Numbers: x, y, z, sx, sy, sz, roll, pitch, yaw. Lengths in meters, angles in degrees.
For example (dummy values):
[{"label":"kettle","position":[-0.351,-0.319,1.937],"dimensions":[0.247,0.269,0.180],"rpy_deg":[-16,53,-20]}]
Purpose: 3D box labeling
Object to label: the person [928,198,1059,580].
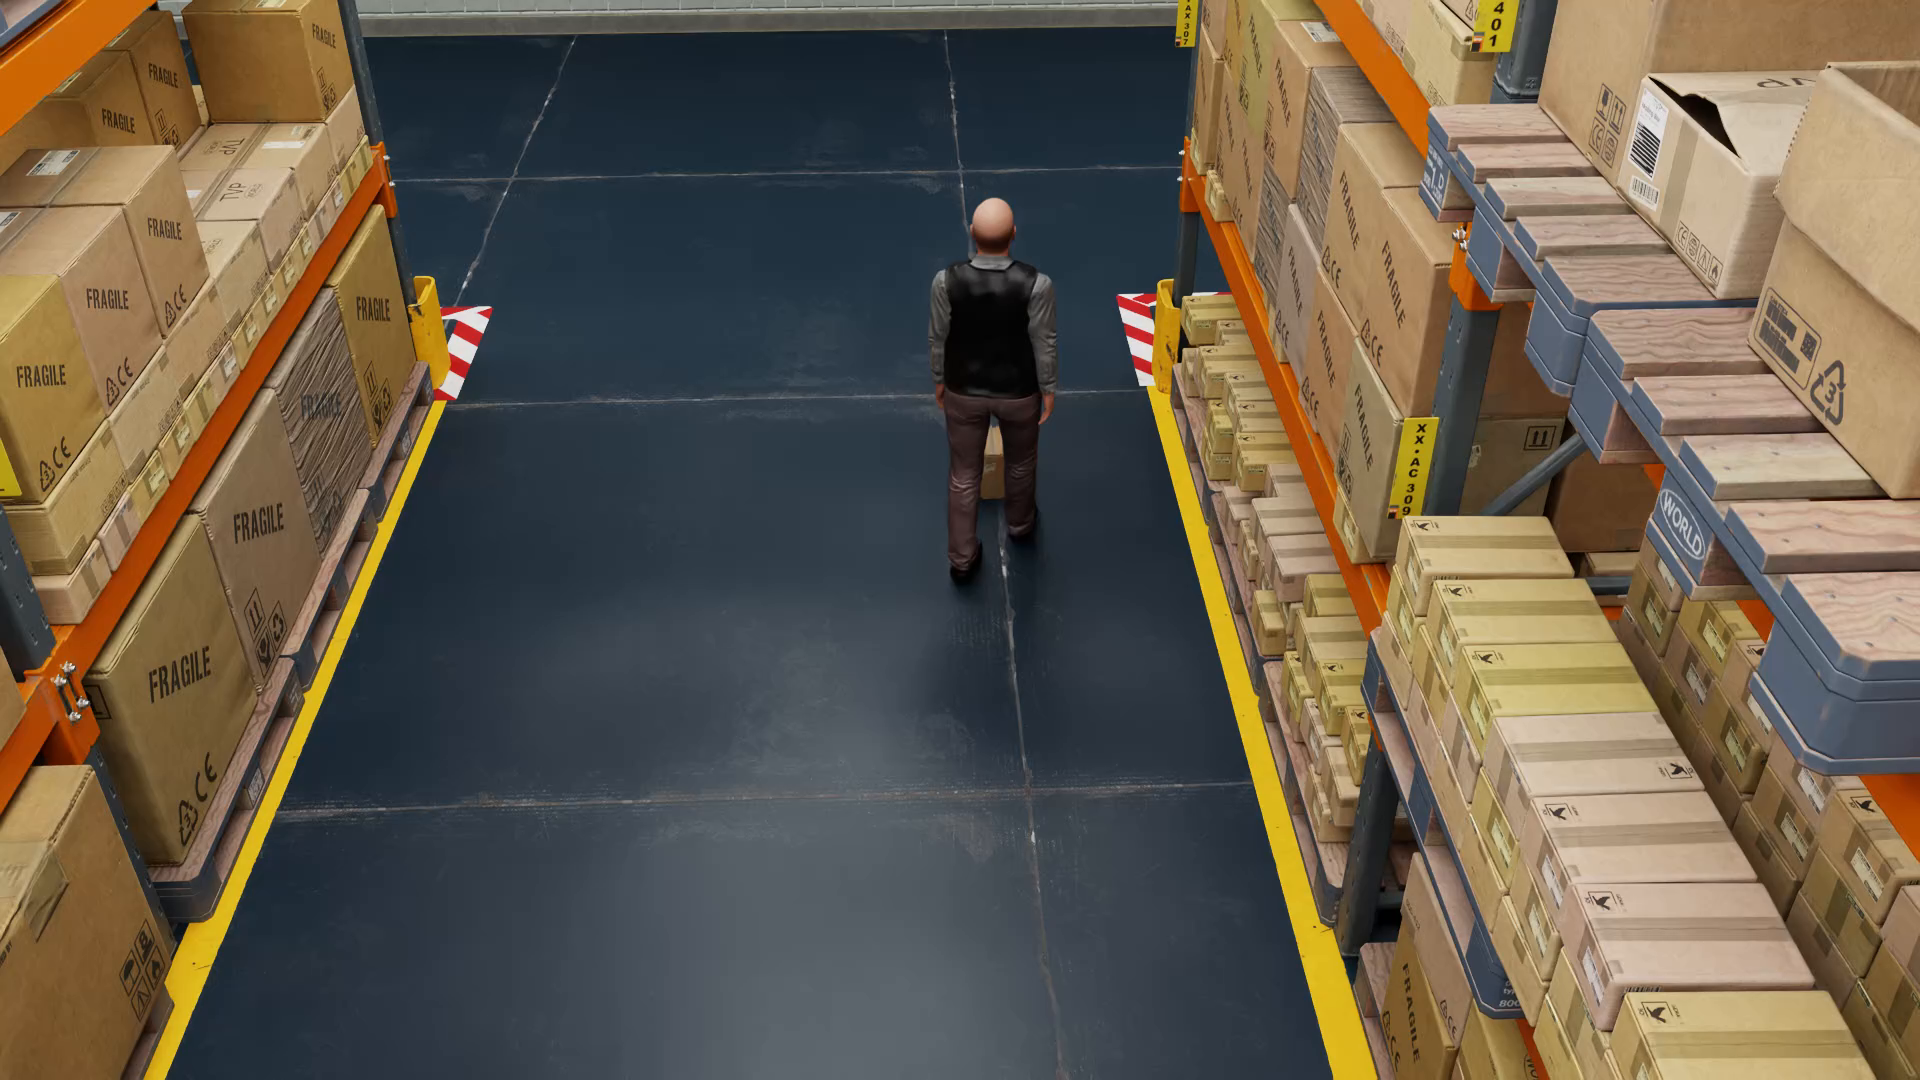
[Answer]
[{"label":"person","position":[0.150,-0.676,7.116],"dimensions":[0.552,1.717,0.673],"rpy_deg":[4,35,5]}]
